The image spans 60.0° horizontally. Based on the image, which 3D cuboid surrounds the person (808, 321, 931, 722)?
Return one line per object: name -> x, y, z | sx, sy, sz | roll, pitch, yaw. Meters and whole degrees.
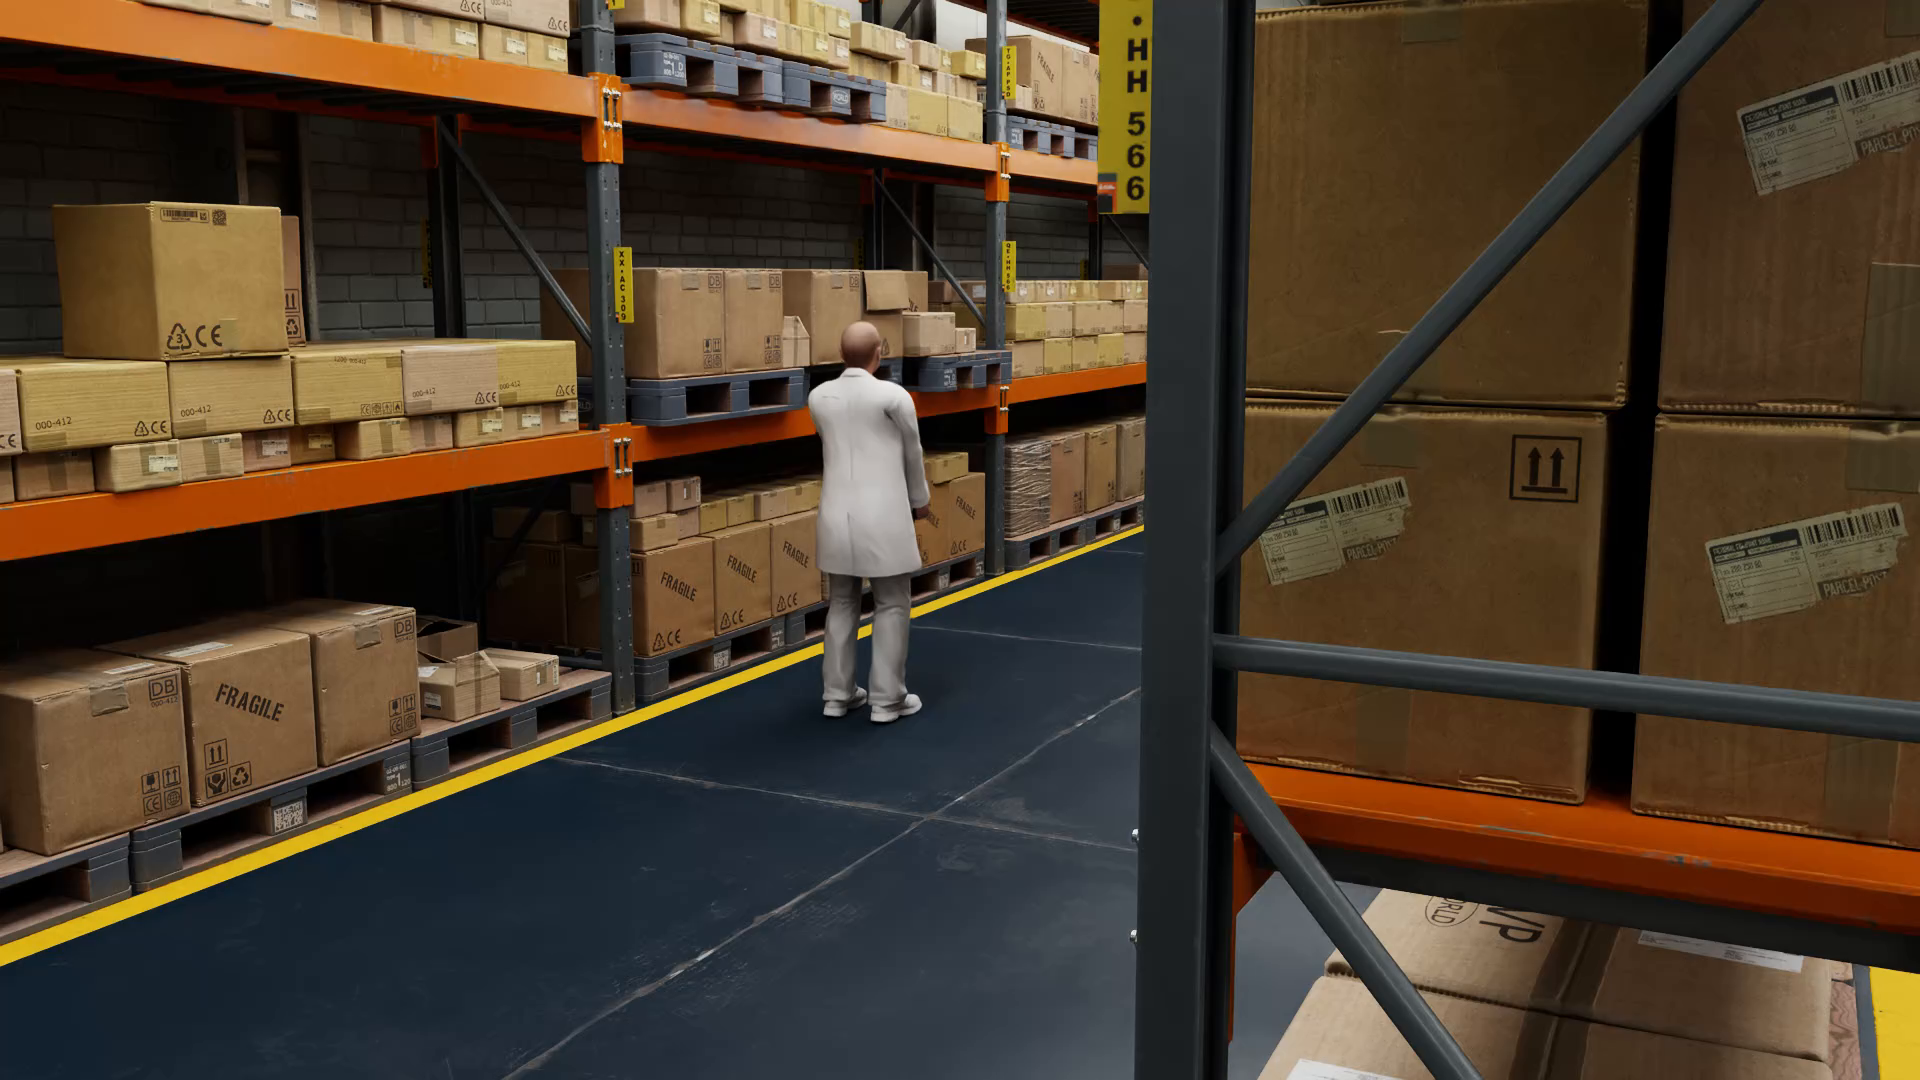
person -> -0.383, -0.097, 7.542 | 0.528, 1.781, 0.565 | 4, 10, 24
